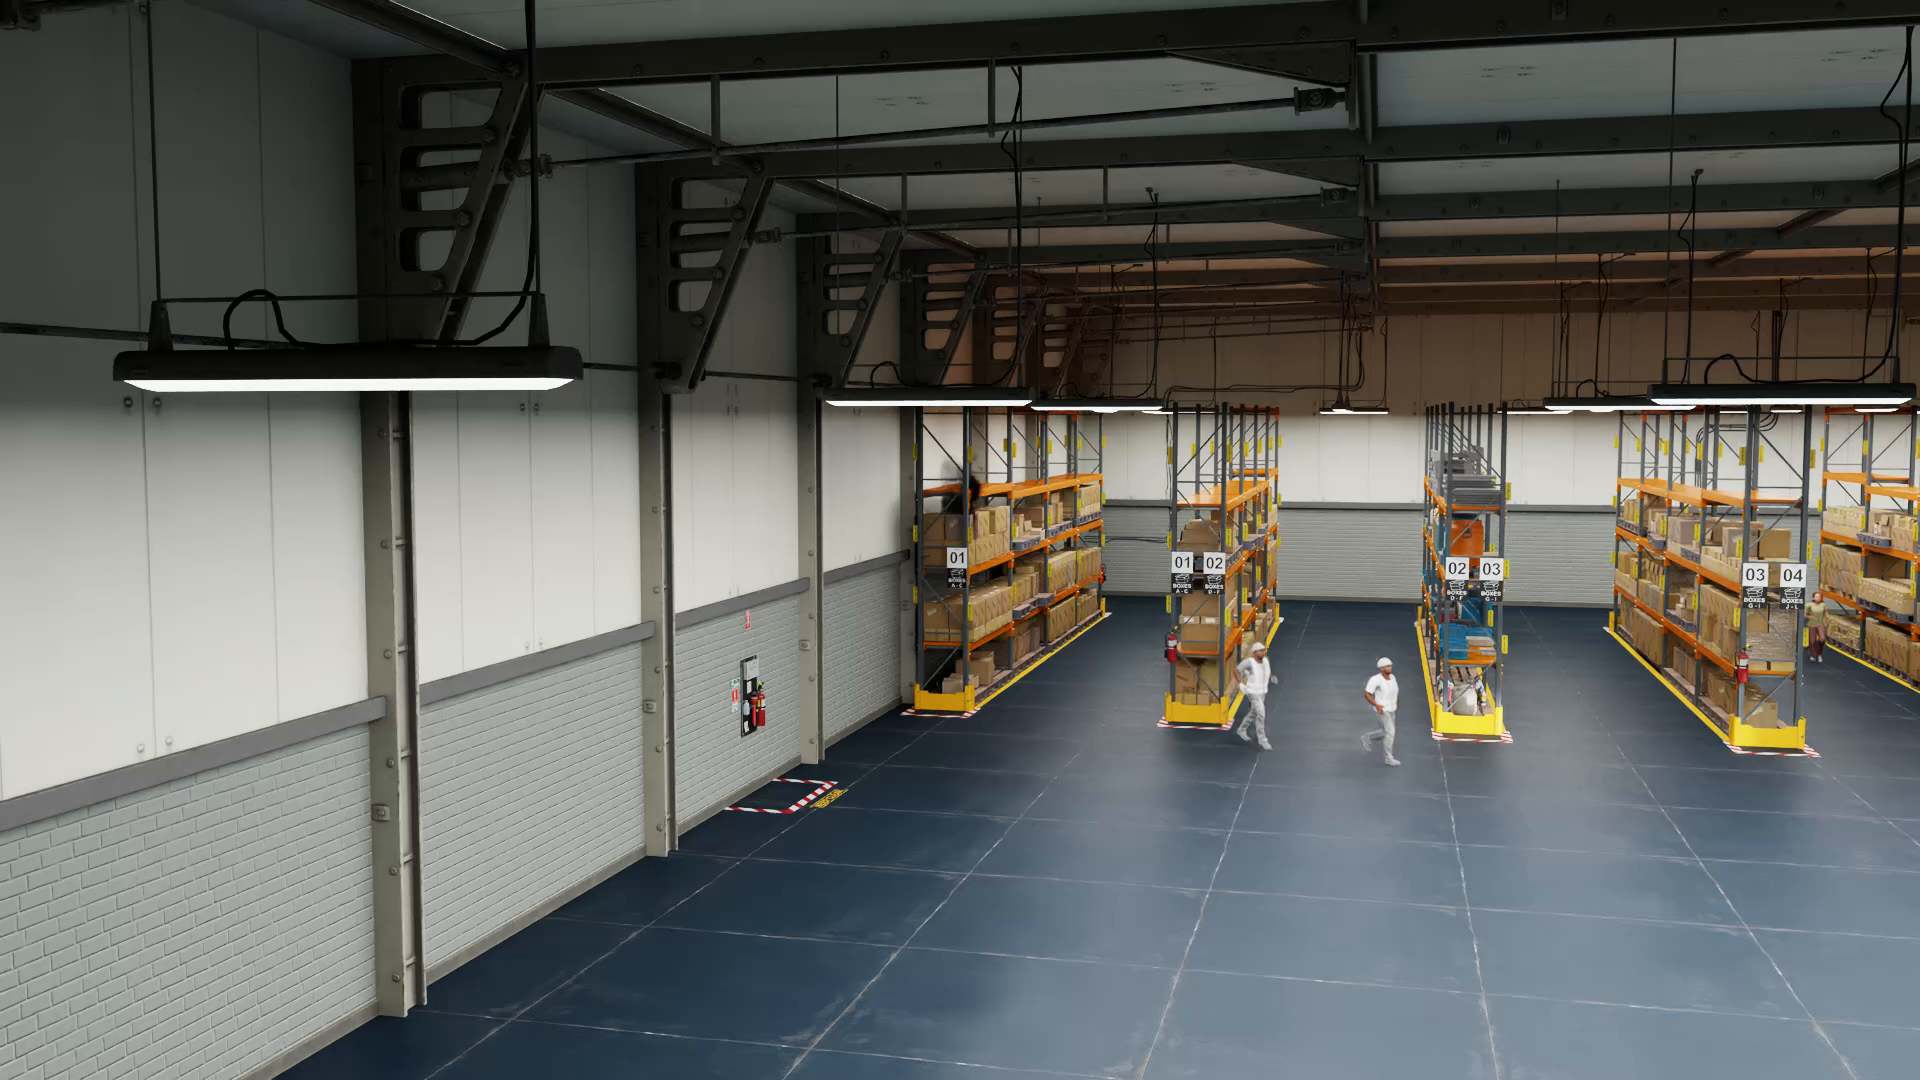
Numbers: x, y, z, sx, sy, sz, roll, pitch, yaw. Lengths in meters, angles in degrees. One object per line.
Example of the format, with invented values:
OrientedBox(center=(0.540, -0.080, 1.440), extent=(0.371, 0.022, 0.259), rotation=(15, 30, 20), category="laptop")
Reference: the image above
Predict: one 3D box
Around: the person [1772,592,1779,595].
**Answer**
OrientedBox(center=(20.930, 1.698, 42.942), extent=(0.740, 1.742, 0.748), rotation=(2, 5, 28), category="person")

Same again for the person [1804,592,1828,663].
OrientedBox(center=(19.974, 2.031, 38.806), extent=(0.547, 1.652, 0.672), rotation=(1, 4, 17), category="person")

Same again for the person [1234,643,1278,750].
OrientedBox(center=(5.161, 2.687, 28.979), extent=(0.668, 1.820, 0.863), rotation=(-4, 6, -42), category="person")

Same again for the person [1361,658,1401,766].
OrientedBox(center=(6.941, 2.774, 27.524), extent=(0.692, 1.694, 0.633), rotation=(-4, 6, -40), category="person")
